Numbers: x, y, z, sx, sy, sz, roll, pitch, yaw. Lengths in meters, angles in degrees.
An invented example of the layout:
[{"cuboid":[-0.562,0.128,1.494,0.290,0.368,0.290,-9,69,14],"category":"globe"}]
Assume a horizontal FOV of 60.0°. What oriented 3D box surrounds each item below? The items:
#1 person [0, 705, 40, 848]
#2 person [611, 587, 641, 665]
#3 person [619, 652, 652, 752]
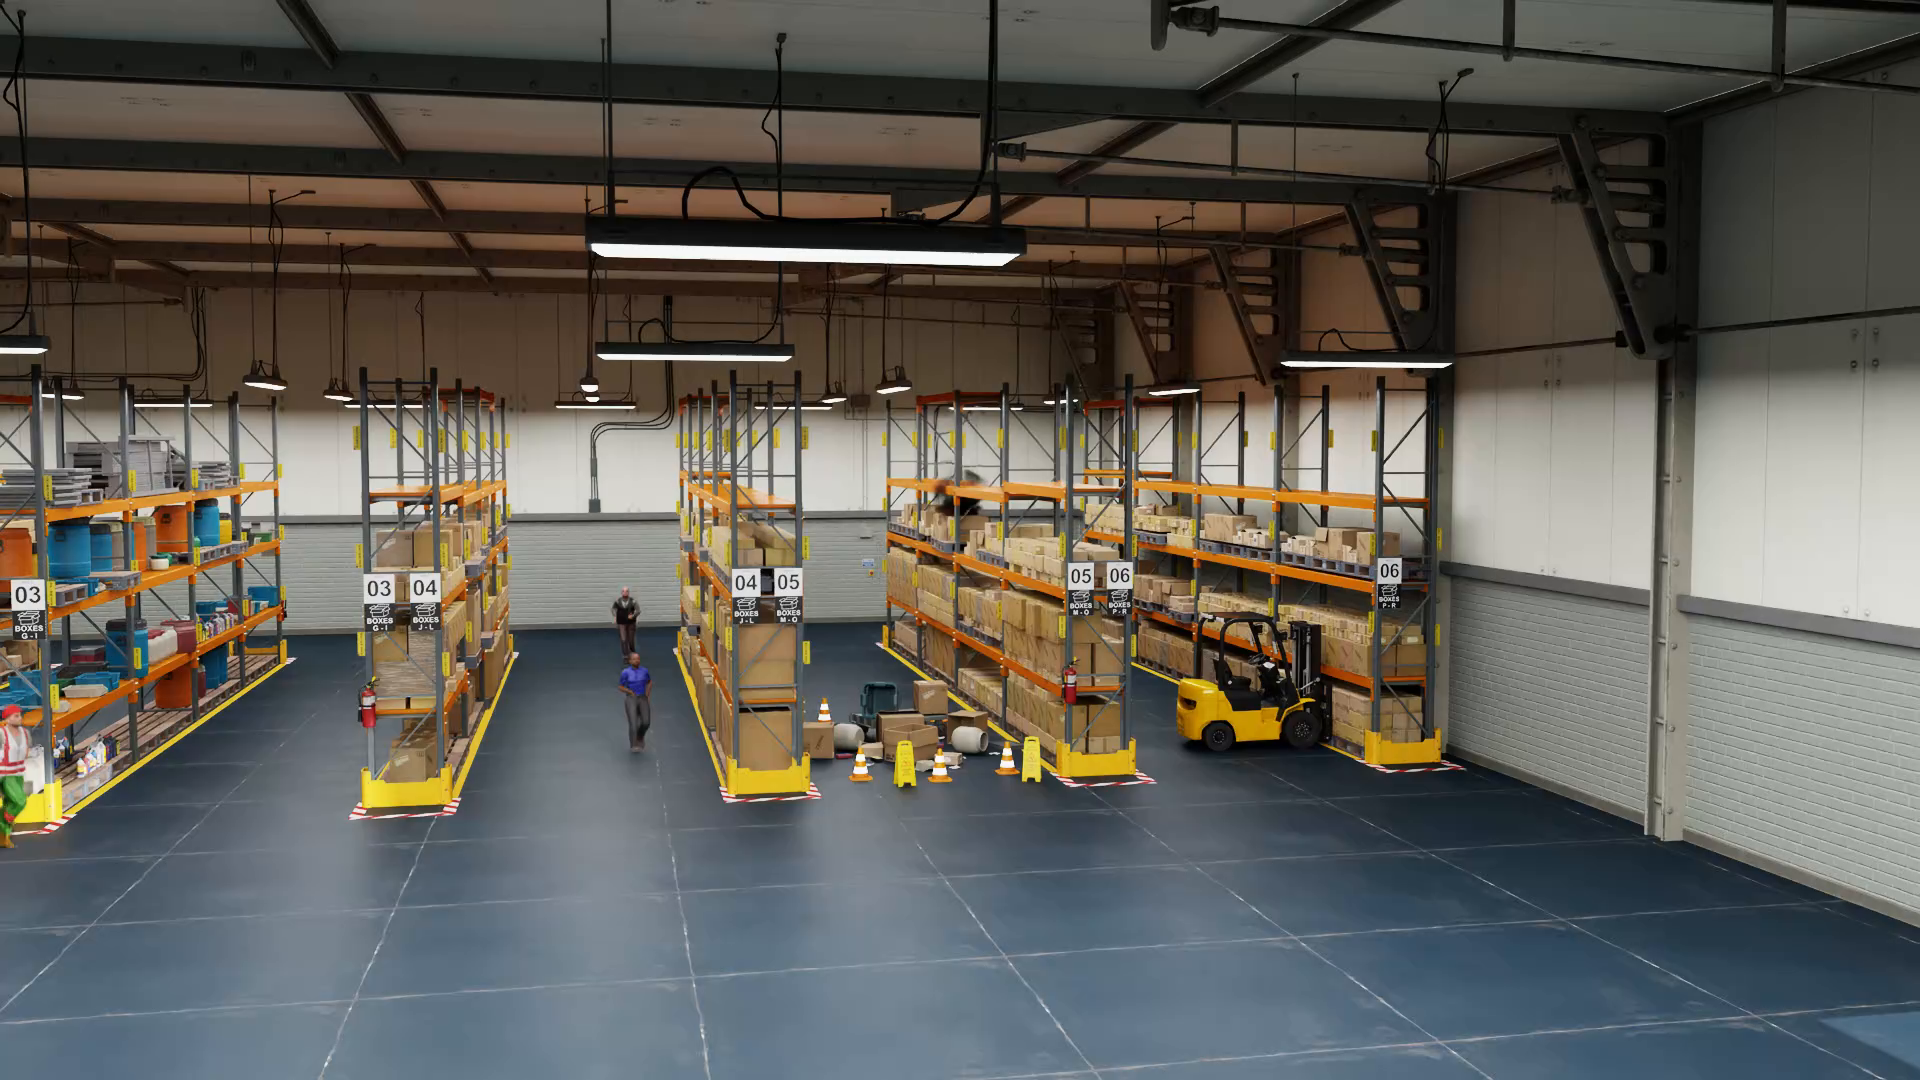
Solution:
[{"cuboid":[-11.656,2.898,20.407,0.735,1.751,0.647,1,3,13],"category":"person"},{"cuboid":[-7.529,1.914,37.467,0.668,1.717,0.830,-1,3,-8],"category":"person"},{"cuboid":[-5.157,2.605,26.614,0.565,1.611,0.542,-2,4,-24],"category":"person"}]
